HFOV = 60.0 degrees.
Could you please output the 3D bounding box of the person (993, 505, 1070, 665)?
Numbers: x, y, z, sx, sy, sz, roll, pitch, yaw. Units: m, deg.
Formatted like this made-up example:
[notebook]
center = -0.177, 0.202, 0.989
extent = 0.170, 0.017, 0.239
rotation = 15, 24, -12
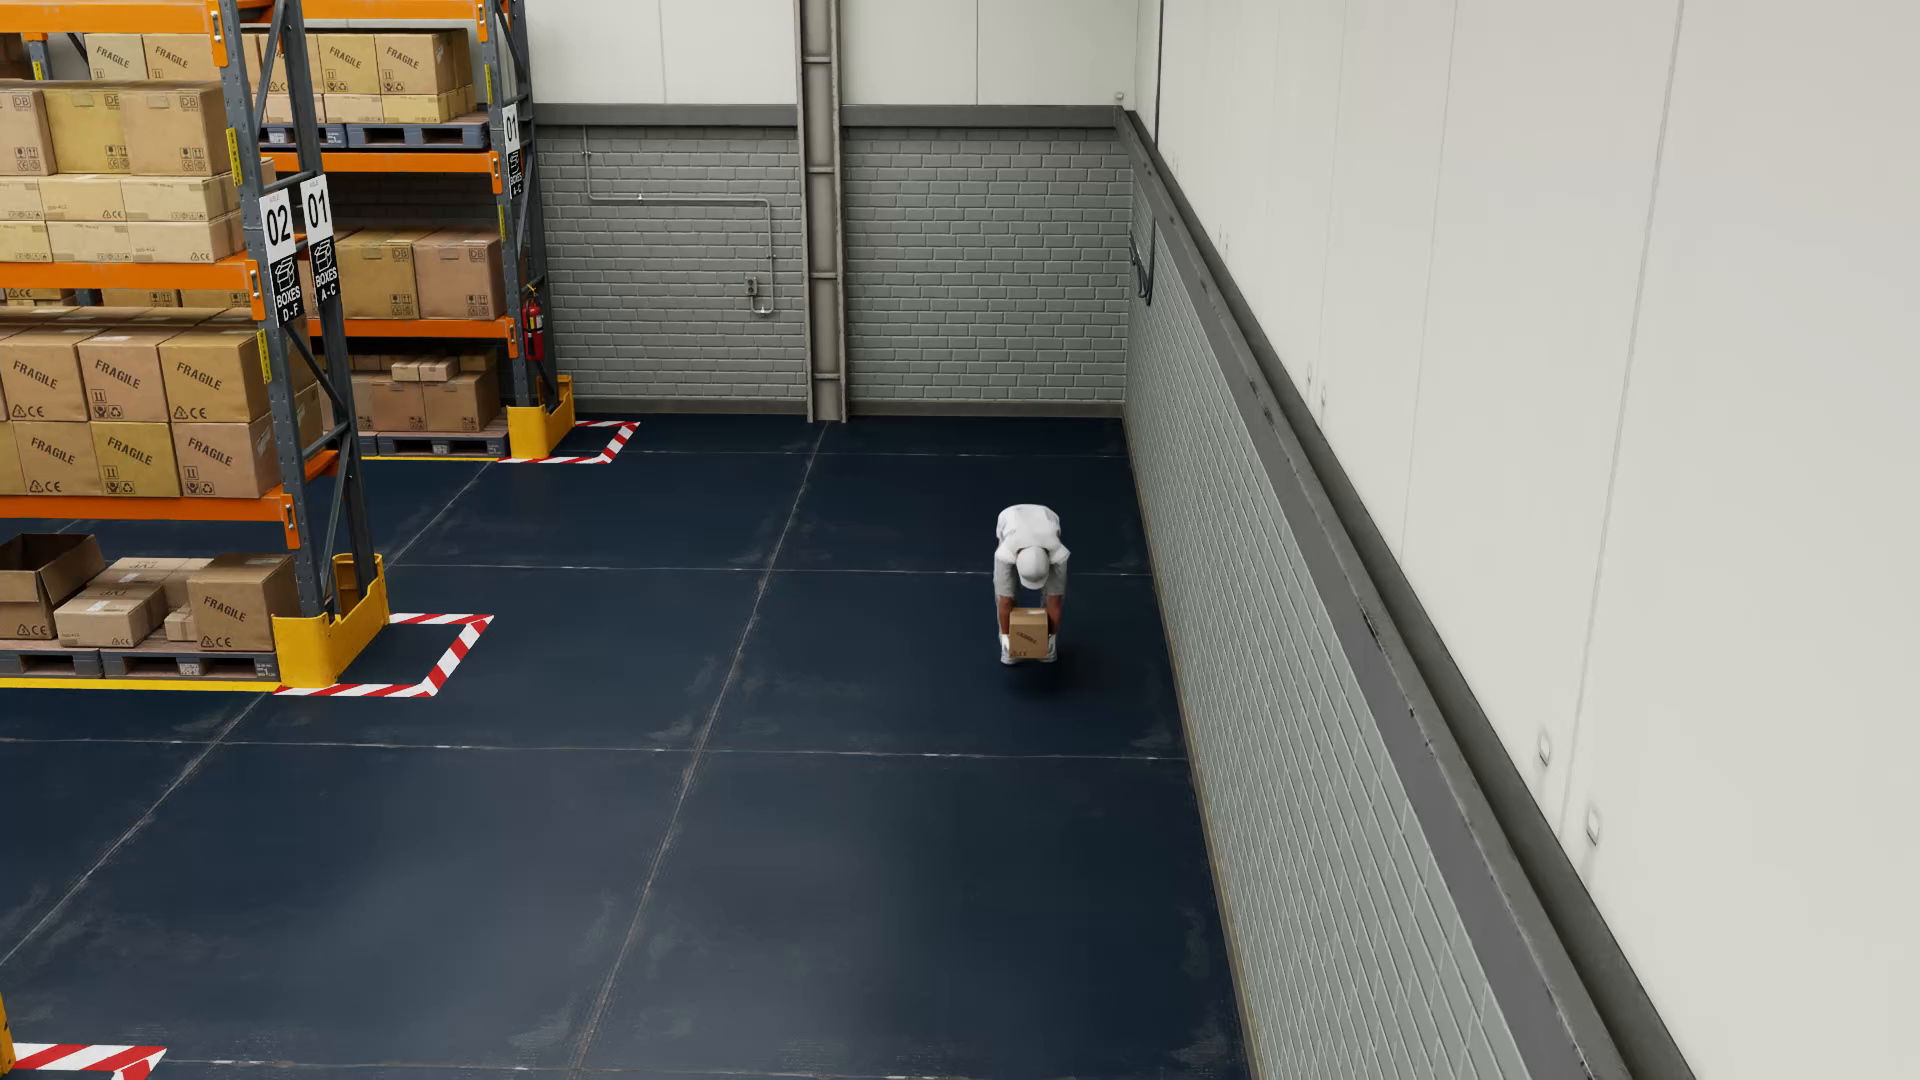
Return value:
[person]
center = 0.472, 0.362, 11.073
extent = 0.497, 1.085, 0.992
rotation = 0, 21, 0
